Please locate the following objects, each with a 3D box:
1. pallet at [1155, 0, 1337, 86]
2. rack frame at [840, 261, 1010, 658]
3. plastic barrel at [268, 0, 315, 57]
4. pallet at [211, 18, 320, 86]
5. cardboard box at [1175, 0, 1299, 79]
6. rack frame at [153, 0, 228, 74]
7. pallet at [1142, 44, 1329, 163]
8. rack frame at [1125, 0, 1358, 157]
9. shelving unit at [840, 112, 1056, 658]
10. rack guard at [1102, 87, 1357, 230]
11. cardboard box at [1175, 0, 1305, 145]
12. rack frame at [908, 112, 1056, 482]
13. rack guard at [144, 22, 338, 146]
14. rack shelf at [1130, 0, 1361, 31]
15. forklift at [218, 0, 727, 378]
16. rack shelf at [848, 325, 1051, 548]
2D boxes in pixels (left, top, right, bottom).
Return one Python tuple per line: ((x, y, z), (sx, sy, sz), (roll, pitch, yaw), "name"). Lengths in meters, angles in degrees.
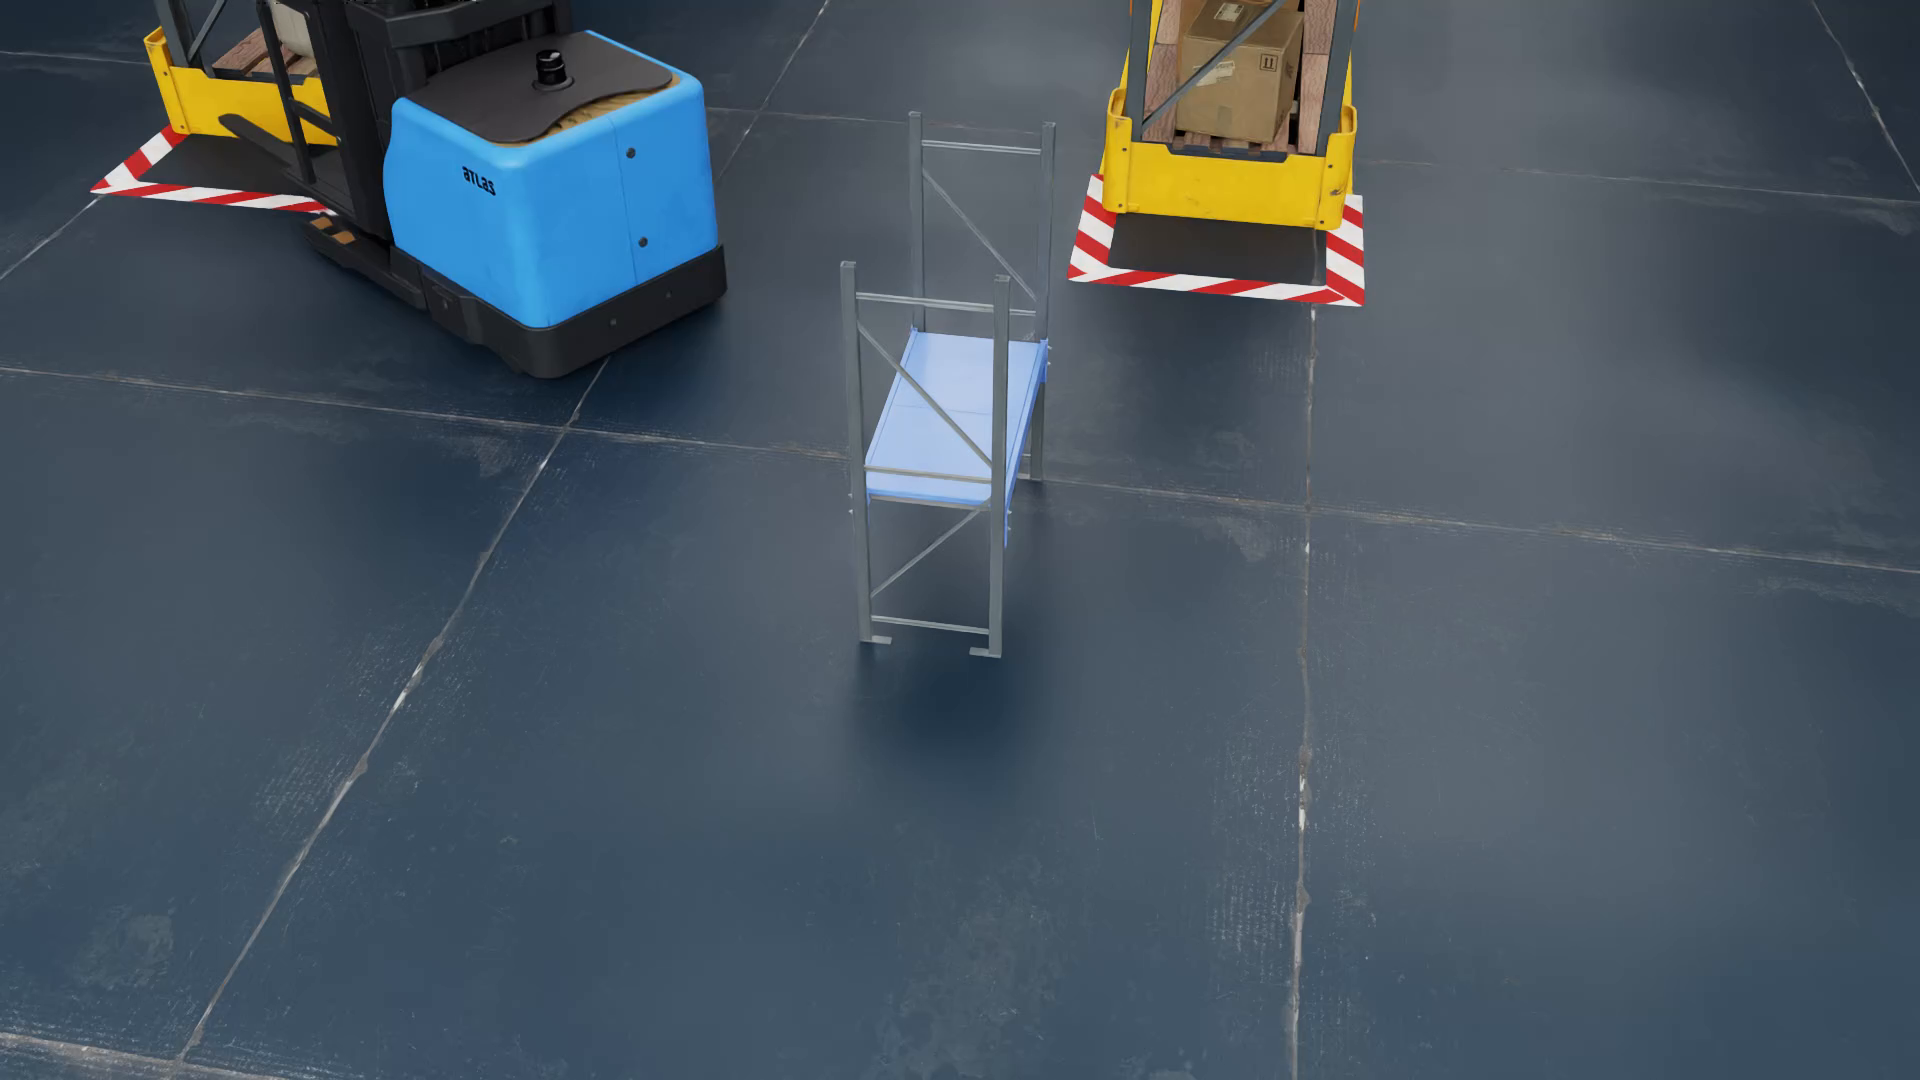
((1.688, -3.019, 9.736), (1.003, 0.211, 1.213), (6, 40, 8), "pallet")
((-0.103, -0.205, 5.321), (0.500, 1.500, 0.032), (6, 40, 8), "rack frame")
((-3.553, -2.947, 9.084), (0.421, 0.512, 0.421), (0, 40, 0), "plastic barrel")
((-3.479, -2.810, 9.484), (1.003, 0.211, 1.213), (6, 40, 8), "pallet")
((1.481, -2.744, 8.847), (0.500, 0.500, 0.500), (17, 42, 19), "cardboard box")
((-3.592, -3.323, 7.915), (1.000, 3.000, 0.127), (6, 40, 8), "rack frame")
((1.475, -2.256, 8.813), (1.003, 0.211, 1.213), (6, 40, 8), "pallet")
((1.287, -2.777, 7.255), (1.000, 3.000, 0.127), (6, 40, 8), "rack frame")
((-0.015, -0.524, 5.707), (0.538, 1.500, 1.048), (6, 40, 8), "shelving unit")
((1.300, -1.861, 8.109), (1.175, 0.500, 0.348), (6, 40, 8), "rack guard")
((1.411, -2.365, 8.389), (0.500, 0.500, 0.500), (14, 41, 16), "cardboard box")
((0.073, -0.844, 6.093), (0.500, 1.500, 0.032), (6, 40, 8), "rack frame")
((-3.625, -2.412, 8.776), (1.175, 0.500, 0.348), (6, 40, 8), "rack guard")
((1.633, -3.755, 9.002), (1.077, 0.370, 4.000), (6, 40, 8), "rack shelf")
((-2.471, -2.623, 7.122), (3.031, 2.935, 1.130), (31, 48, 32), "forklift")
((-0.015, -0.386, 5.822), (0.538, 0.185, 1.000), (6, 40, 8), "rack shelf")
